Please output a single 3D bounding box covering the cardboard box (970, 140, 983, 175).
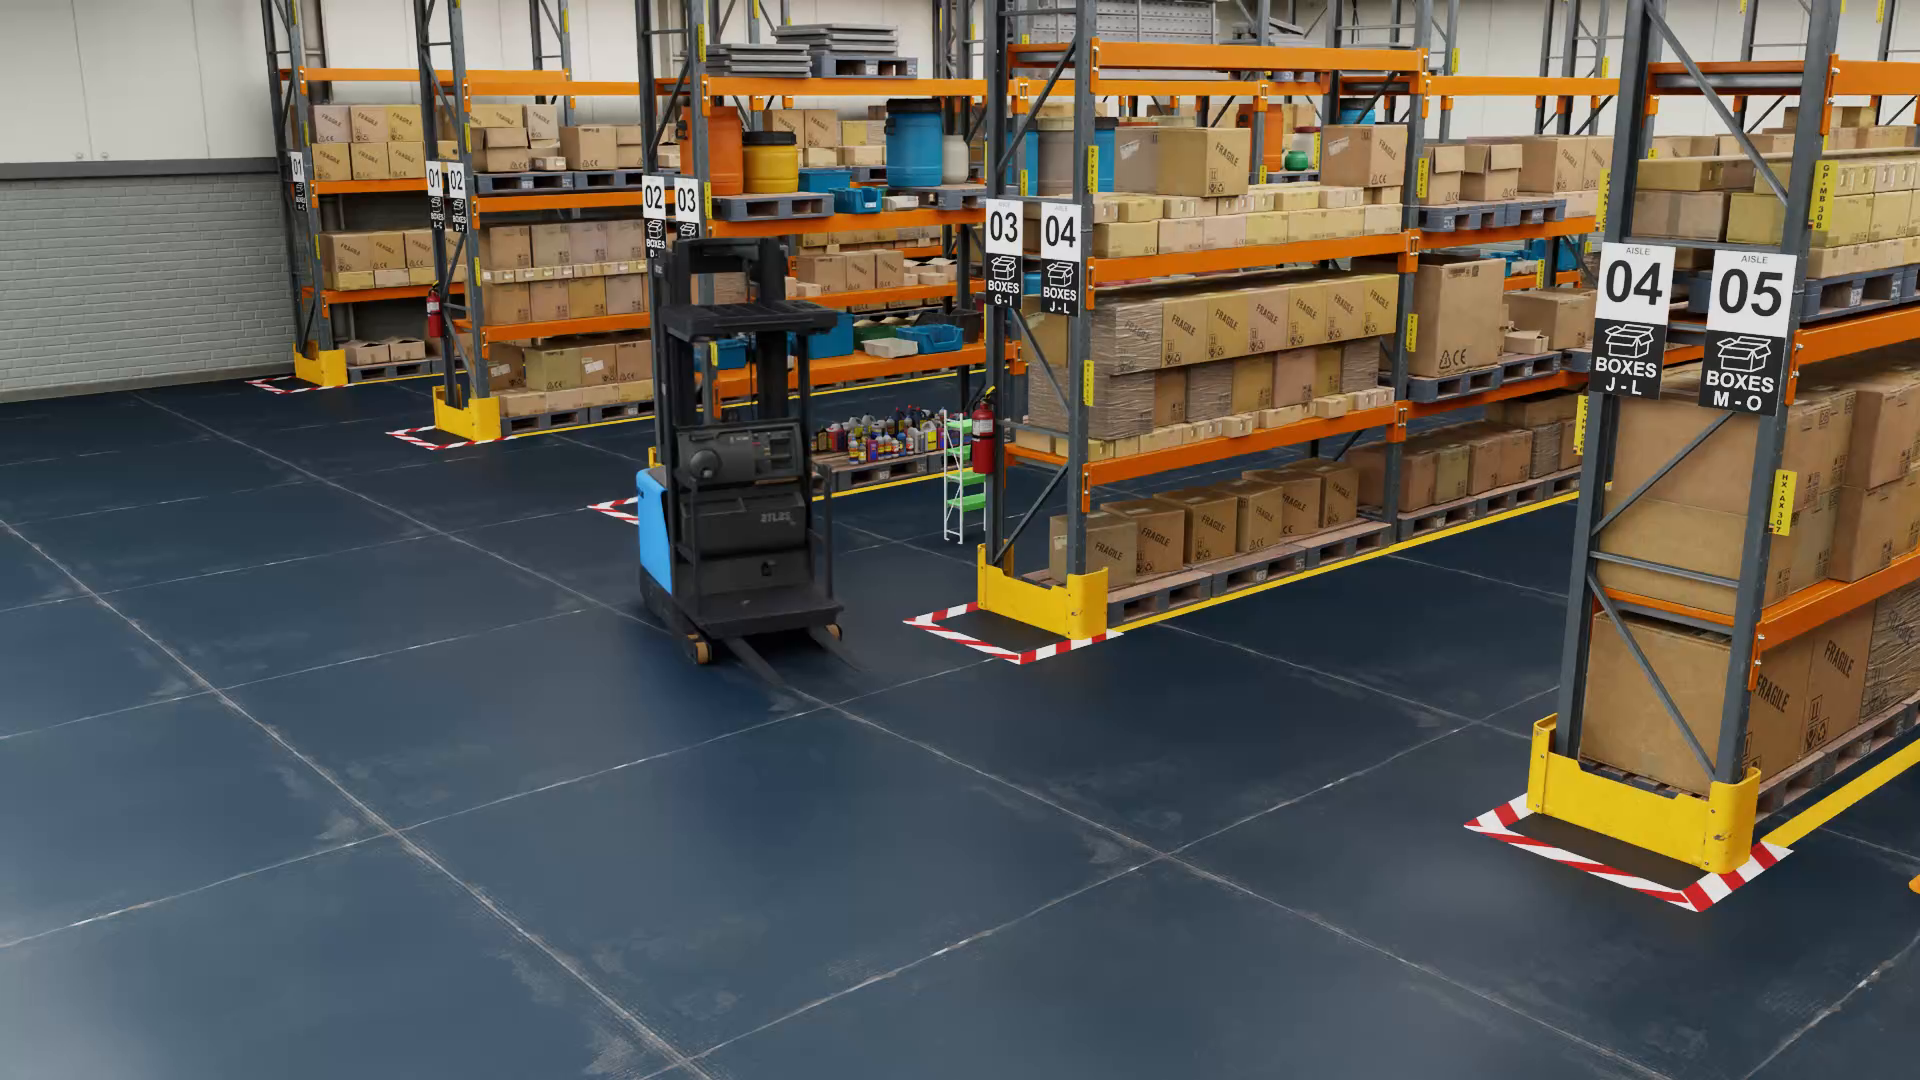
[{"bbox_3d":[0.412,-5.685,24.714,0.500,0.500,0.910,-13,19,-39],"label":"cardboard box"}]

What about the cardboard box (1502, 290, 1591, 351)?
[{"bbox_3d":[5.868,-2.216,16.724,0.500,0.500,0.700,-9,18,-31],"label":"cardboard box"}]

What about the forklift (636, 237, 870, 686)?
[{"bbox_3d":[-1.519,-0.648,11.995,1.130,2.935,3.031,-7,16,-23],"label":"forklift"}]

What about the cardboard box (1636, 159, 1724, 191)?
[{"bbox_3d":[3.781,-1.927,8.774,0.250,0.149,0.380,-12,19,-39],"label":"cardboard box"}]

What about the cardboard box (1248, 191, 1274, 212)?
[{"bbox_3d":[2.280,-2.705,13.271,0.250,0.149,0.380,-14,20,-41],"label":"cardboard box"}]

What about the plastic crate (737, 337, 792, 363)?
[{"bbox_3d":[-2.007,-1.967,17.089,0.408,0.251,0.499,-13,19,-39],"label":"plastic crate"}]

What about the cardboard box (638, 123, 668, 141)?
[{"bbox_3d":[-4.772,-6.379,26.500,0.500,0.500,0.500,-14,20,-41],"label":"cardboard box"}]

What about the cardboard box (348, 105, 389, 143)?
[{"bbox_3d":[-8.323,-5.799,23.164,0.500,0.500,0.500,-13,20,-40],"label":"cardboard box"}]

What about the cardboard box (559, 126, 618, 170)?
[{"bbox_3d":[-4.498,-4.748,20.121,0.500,0.500,0.500,-13,19,-39],"label":"cardboard box"}]

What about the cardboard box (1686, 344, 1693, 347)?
[{"bbox_3d":[7.922,-2.431,18.343,0.500,0.500,0.500,-13,20,-40],"label":"cardboard box"}]

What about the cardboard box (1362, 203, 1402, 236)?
[{"bbox_3d":[3.415,-2.749,14.206,0.500,0.250,0.500,-12,19,-37],"label":"cardboard box"}]

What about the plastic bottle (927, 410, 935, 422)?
[{"bbox_3d":[-0.348,-1.315,18.772,0.133,0.283,0.061,-13,19,-39],"label":"plastic bottle"}]

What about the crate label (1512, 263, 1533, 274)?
[{"bbox_3d":[8.470,-4.127,25.283,0.243,0.136,0.396,-13,19,-39],"label":"crate label"}]

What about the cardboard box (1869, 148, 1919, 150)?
[{"bbox_3d":[6.077,-2.443,10.704,0.250,0.149,0.380,-13,20,-40],"label":"cardboard box"}]

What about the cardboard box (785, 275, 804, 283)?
[{"bbox_3d":[-2.370,-3.549,22.984,0.258,0.266,0.396,-13,20,-41],"label":"cardboard box"}]

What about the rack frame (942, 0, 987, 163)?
[{"bbox_3d":[0.105,-7.005,24.038,0.127,3.000,1.000,-13,19,-39],"label":"rack frame"}]

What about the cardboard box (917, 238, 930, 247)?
[{"bbox_3d":[-0.762,-5.385,30.047,0.250,0.149,0.380,-13,19,-39],"label":"cardboard box"}]

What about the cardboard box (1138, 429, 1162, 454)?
[{"bbox_3d":[1.341,-0.781,12.848,0.250,0.149,0.380,-13,19,-39],"label":"cardboard box"}]

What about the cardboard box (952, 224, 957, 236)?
[{"bbox_3d":[-0.315,-5.823,30.427,0.500,0.500,0.500,-13,20,-40],"label":"cardboard box"}]

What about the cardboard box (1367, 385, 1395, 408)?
[{"bbox_3d":[3.618,-1.285,14.735,0.250,0.149,0.380,-13,19,-39],"label":"cardboard box"}]

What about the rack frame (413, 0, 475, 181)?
[{"bbox_3d":[-5.930,-5.650,18.965,0.127,3.000,1.000,-13,19,-39],"label":"rack frame"}]

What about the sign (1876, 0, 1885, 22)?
[{"bbox_3d":[12.280,-7.068,22.157,0.005,0.325,0.100,-13,19,-39],"label":"sign"}]

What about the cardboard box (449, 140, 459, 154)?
[{"bbox_3d":[-7.169,-5.582,24.290,0.500,0.500,0.500,-14,20,-41],"label":"cardboard box"}]

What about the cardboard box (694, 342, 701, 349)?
[{"bbox_3d":[-3.504,-2.462,21.717,0.500,0.500,0.500,-13,19,-39],"label":"cardboard box"}]

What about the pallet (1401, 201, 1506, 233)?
[{"bbox_3d":[4.123,-2.942,15.004,1.003,0.211,1.213,-13,19,-39],"label":"pallet"}]

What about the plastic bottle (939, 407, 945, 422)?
[{"bbox_3d":[-0.192,-1.390,19.076,0.097,0.271,0.097,0,15,0],"label":"plastic bottle"}]

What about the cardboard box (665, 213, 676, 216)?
[{"bbox_3d":[-3.624,-3.942,21.488,0.500,0.500,0.700,-13,20,-39],"label":"cardboard box"}]

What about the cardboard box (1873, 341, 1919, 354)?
[{"bbox_3d":[6.127,-0.940,10.573,0.550,0.550,0.875,-13,19,-39],"label":"cardboard box"}]

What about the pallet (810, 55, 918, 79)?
[{"bbox_3d":[-1.189,-4.725,16.644,1.213,0.211,1.003,-13,19,-39],"label":"pallet"}]

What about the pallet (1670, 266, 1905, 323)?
[{"bbox_3d":[4.302,-1.374,8.940,1.213,0.211,1.003,-13,19,-39],"label":"pallet"}]

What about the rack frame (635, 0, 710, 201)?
[{"bbox_3d":[-2.682,-4.685,15.352,0.127,3.000,1.000,-13,19,-39],"label":"rack frame"}]

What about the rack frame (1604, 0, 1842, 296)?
[{"bbox_3d":[3.749,-2.738,8.063,0.127,3.000,1.000,-13,19,-39],"label":"rack frame"}]

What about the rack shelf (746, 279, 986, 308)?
[{"bbox_3d":[-1.404,-3.420,23.637,4.000,0.370,1.077,-13,19,-39],"label":"rack shelf"}]

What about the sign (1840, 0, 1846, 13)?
[{"bbox_3d":[9.987,-6.140,18.834,0.005,0.325,0.100,-13,19,-39],"label":"sign"}]

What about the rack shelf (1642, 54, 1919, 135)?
[{"bbox_3d":[5.258,-2.536,9.476,4.000,0.370,1.077,-13,19,-39],"label":"rack shelf"}]

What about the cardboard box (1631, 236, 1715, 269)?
[{"bbox_3d":[3.778,-1.541,8.873,0.250,0.149,0.380,-13,20,-39],"label":"cardboard box"}]

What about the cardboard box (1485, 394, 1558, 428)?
[{"bbox_3d":[5.726,-1.334,16.968,0.500,0.250,0.500,-10,18,-33],"label":"cardboard box"}]

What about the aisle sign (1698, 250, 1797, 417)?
[{"bbox_3d":[3.893,-1.025,8.238,0.004,0.787,0.394,-13,19,-39],"label":"aisle sign"}]

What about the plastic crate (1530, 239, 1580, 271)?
[{"bbox_3d":[9.258,-4.450,25.913,0.499,0.435,0.616,-13,19,-39],"label":"plastic crate"}]

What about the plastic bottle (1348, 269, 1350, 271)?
[{"bbox_3d":[5.496,-3.693,23.505,0.135,0.276,0.152,-13,19,-39],"label":"plastic bottle"}]

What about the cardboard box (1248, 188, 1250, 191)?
[{"bbox_3d":[2.181,-2.846,13.798,0.250,0.149,0.380,-13,20,-40],"label":"cardboard box"}]

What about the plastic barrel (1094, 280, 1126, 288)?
[{"bbox_3d":[1.755,-2.774,19.558,0.433,0.535,0.433,0,15,0],"label":"plastic barrel"}]

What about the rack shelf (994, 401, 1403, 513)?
[{"bbox_3d":[2.078,-0.814,13.878,4.000,0.370,1.077,-13,19,-39],"label":"rack shelf"}]

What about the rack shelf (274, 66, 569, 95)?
[{"bbox_3d":[-7.676,-6.603,23.934,4.000,0.370,1.077,-13,19,-39],"label":"rack shelf"}]

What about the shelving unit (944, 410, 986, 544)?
[{"bbox_3d":[0.125,-0.608,15.200,0.503,1.200,0.258,-13,19,-39],"label":"shelving unit"}]

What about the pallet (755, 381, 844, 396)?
[{"bbox_3d":[-2.383,-2.214,23.131,1.213,0.211,1.003,-13,19,-39],"label":"pallet"}]

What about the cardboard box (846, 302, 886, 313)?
[{"bbox_3d":[-1.844,-4.481,29.565,0.750,0.750,0.750,-13,20,-40],"label":"cardboard box"}]

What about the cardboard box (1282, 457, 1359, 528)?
[{"bbox_3d":[3.259,-0.435,15.097,0.500,0.500,0.500,-13,20,-41],"label":"cardboard box"}]

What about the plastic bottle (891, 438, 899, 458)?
[{"bbox_3d":[-0.701,-0.986,17.697,0.097,0.201,0.097,0,15,0],"label":"plastic bottle"}]

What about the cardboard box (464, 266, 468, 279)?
[{"bbox_3d":[-5.767,-3.215,20.023,0.250,0.149,0.380,-13,20,-40],"label":"cardboard box"}]

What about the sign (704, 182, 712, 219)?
[{"bbox_3d":[-2.324,-3.132,15.334,0.005,0.325,0.100,-13,19,-39],"label":"sign"}]

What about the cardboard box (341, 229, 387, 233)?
[{"bbox_3d":[-8.583,-4.219,24.033,0.500,0.500,0.500,-12,19,-39],"label":"cardboard box"}]

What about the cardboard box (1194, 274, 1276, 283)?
[{"bbox_3d":[2.327,-1.979,14.138,0.500,0.500,0.500,-13,19,-39],"label":"cardboard box"}]

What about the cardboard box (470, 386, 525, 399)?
[{"bbox_3d":[-5.720,-1.774,20.595,0.500,0.250,0.500,-13,19,-39],"label":"cardboard box"}]
